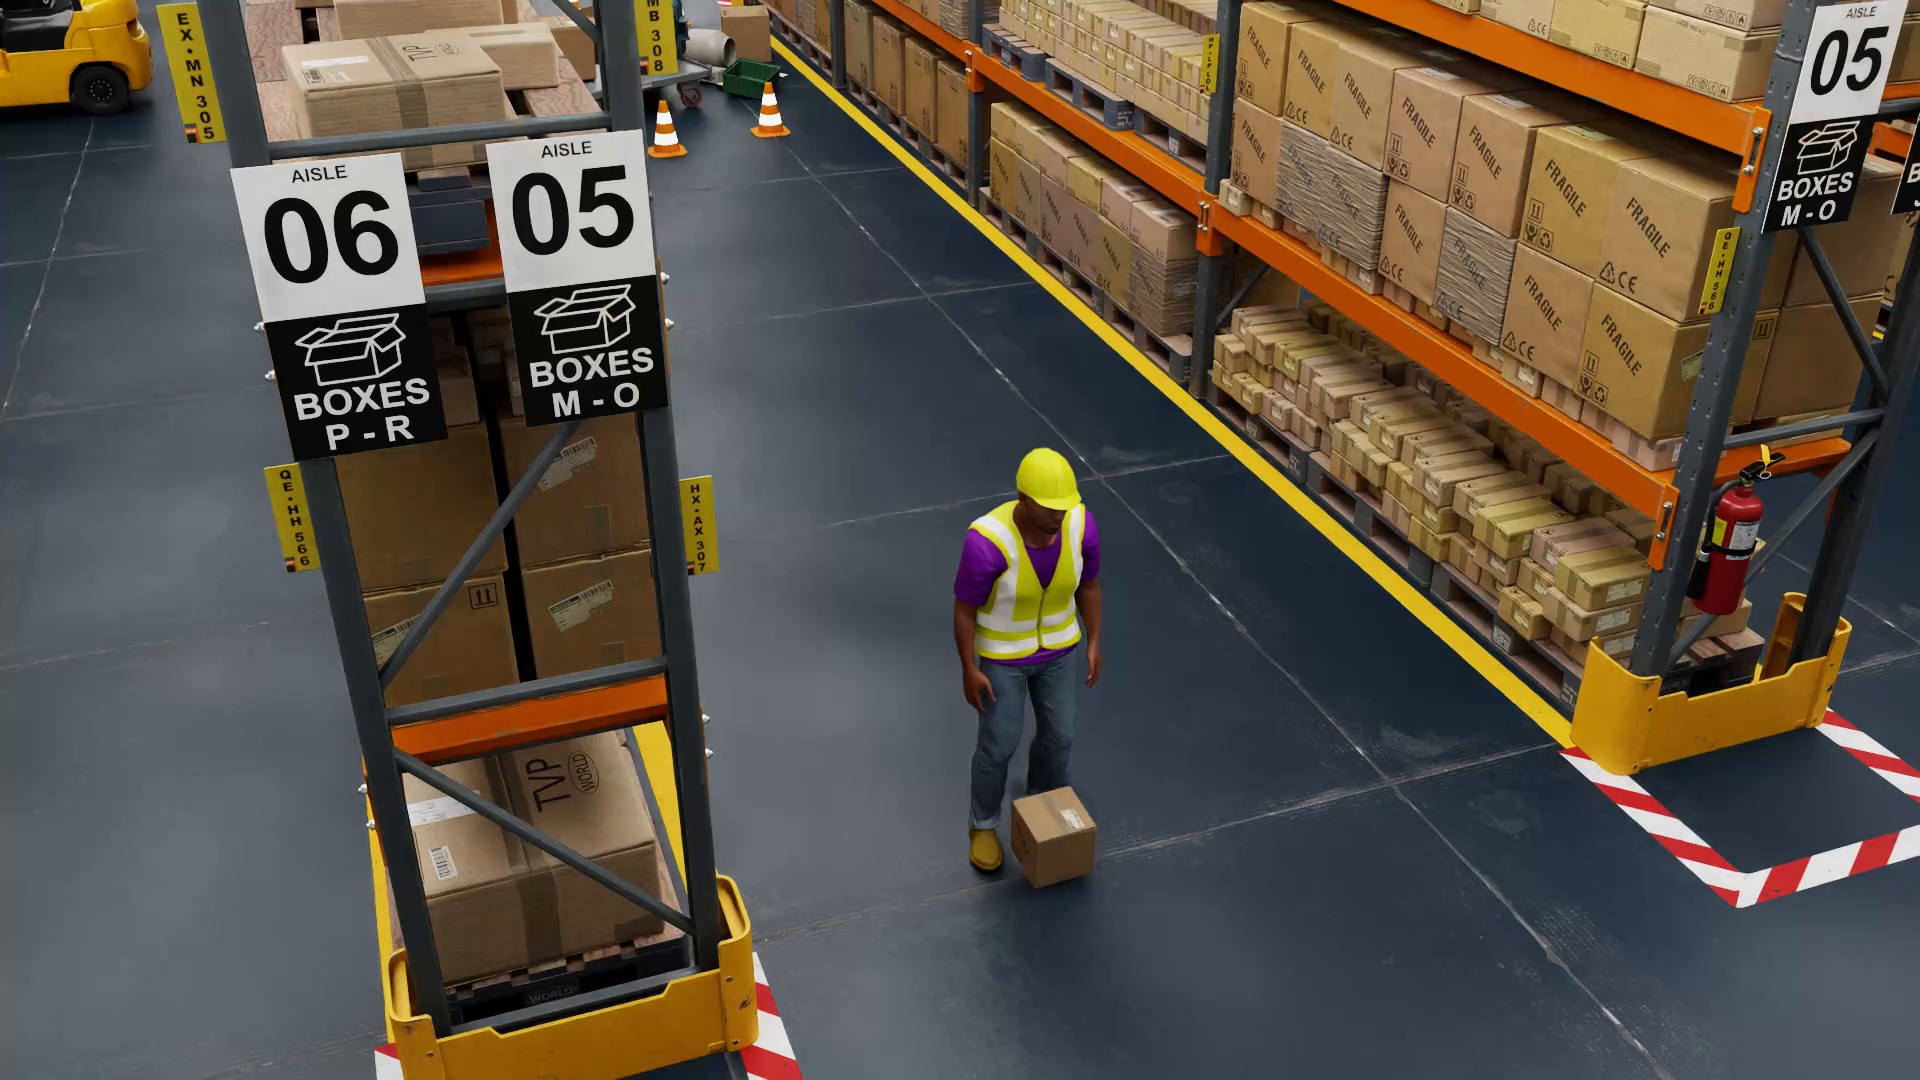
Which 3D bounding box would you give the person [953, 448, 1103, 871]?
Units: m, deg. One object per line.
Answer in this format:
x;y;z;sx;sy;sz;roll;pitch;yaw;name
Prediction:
0.269;0.433;6.349;0.607;1.762;0.449;-11;32;-19;person
